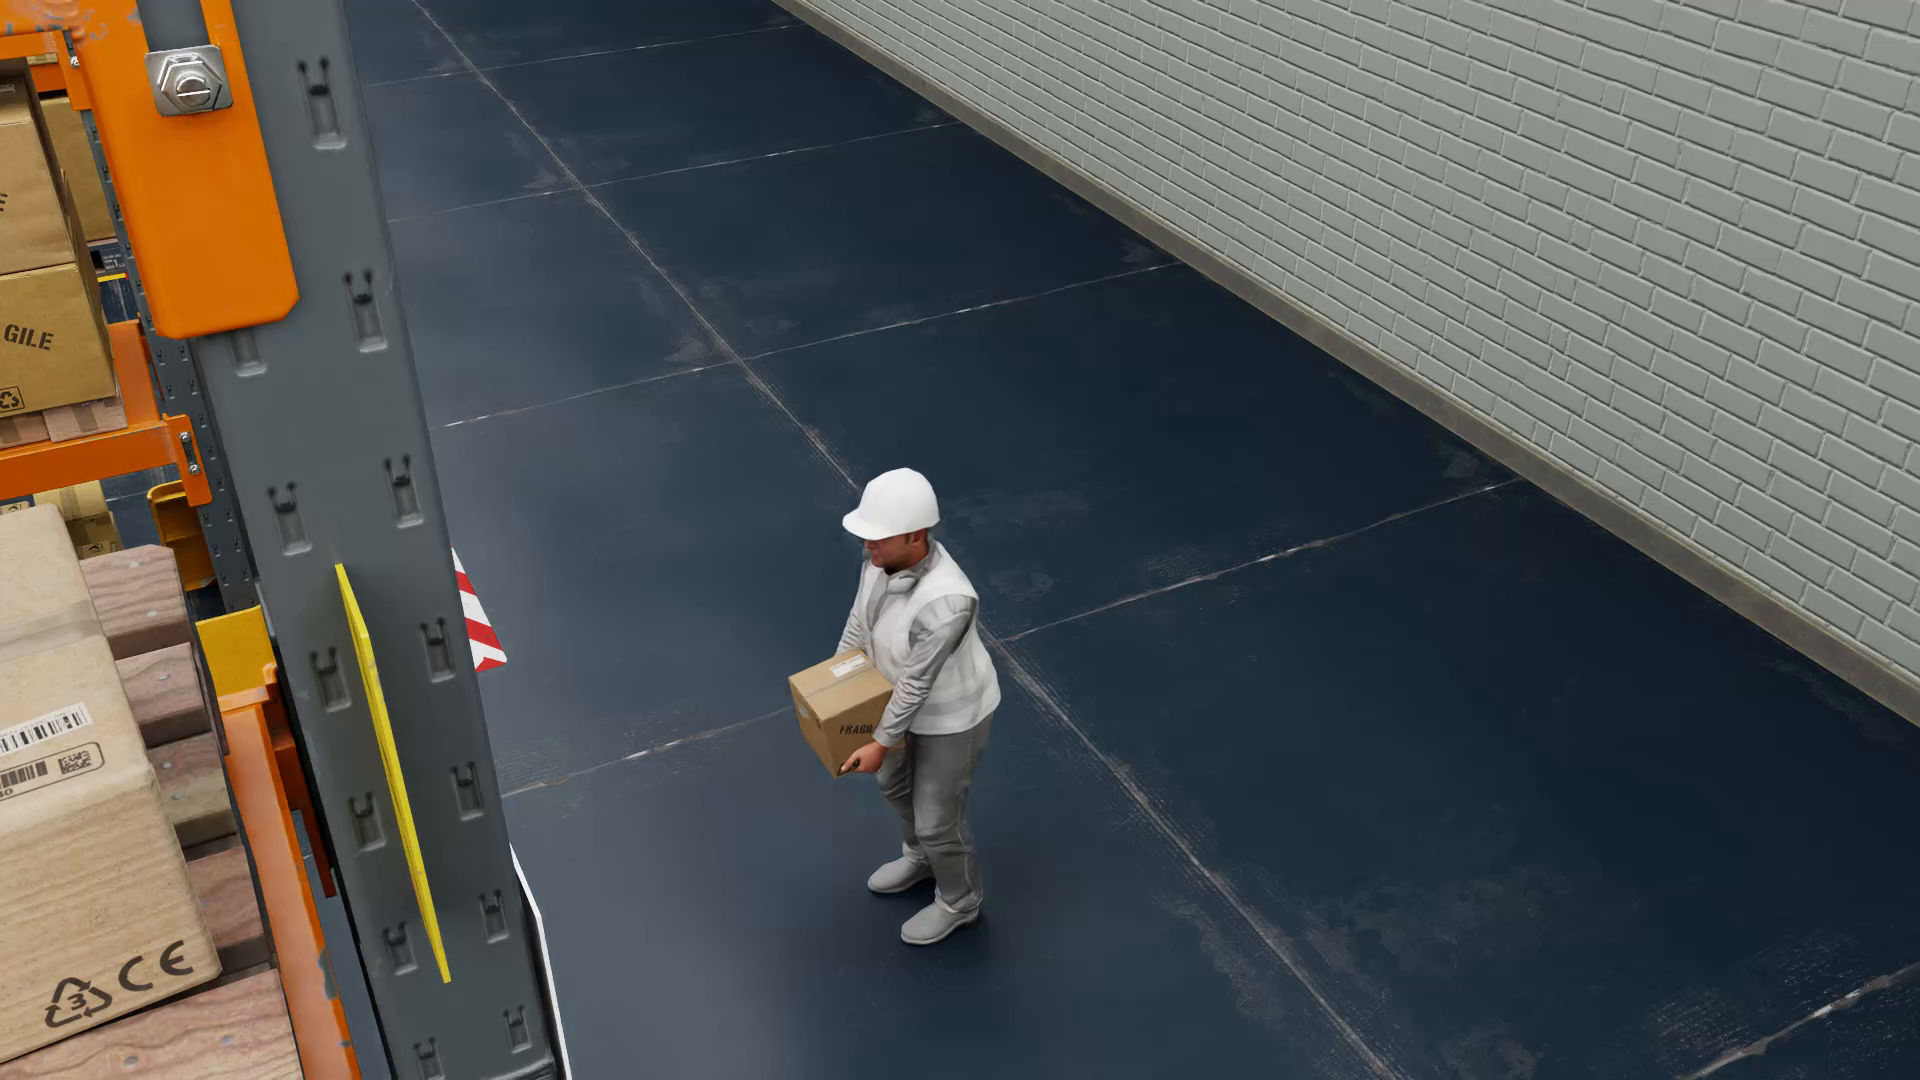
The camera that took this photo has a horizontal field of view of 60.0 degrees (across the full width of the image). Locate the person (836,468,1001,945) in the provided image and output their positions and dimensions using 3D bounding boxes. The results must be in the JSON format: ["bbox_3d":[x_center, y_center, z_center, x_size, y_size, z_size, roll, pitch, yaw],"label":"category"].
[{"bbox_3d":[-0.168,0.544,5.287,0.574,1.762,0.489,-17,36,-24],"label":"person"}]
